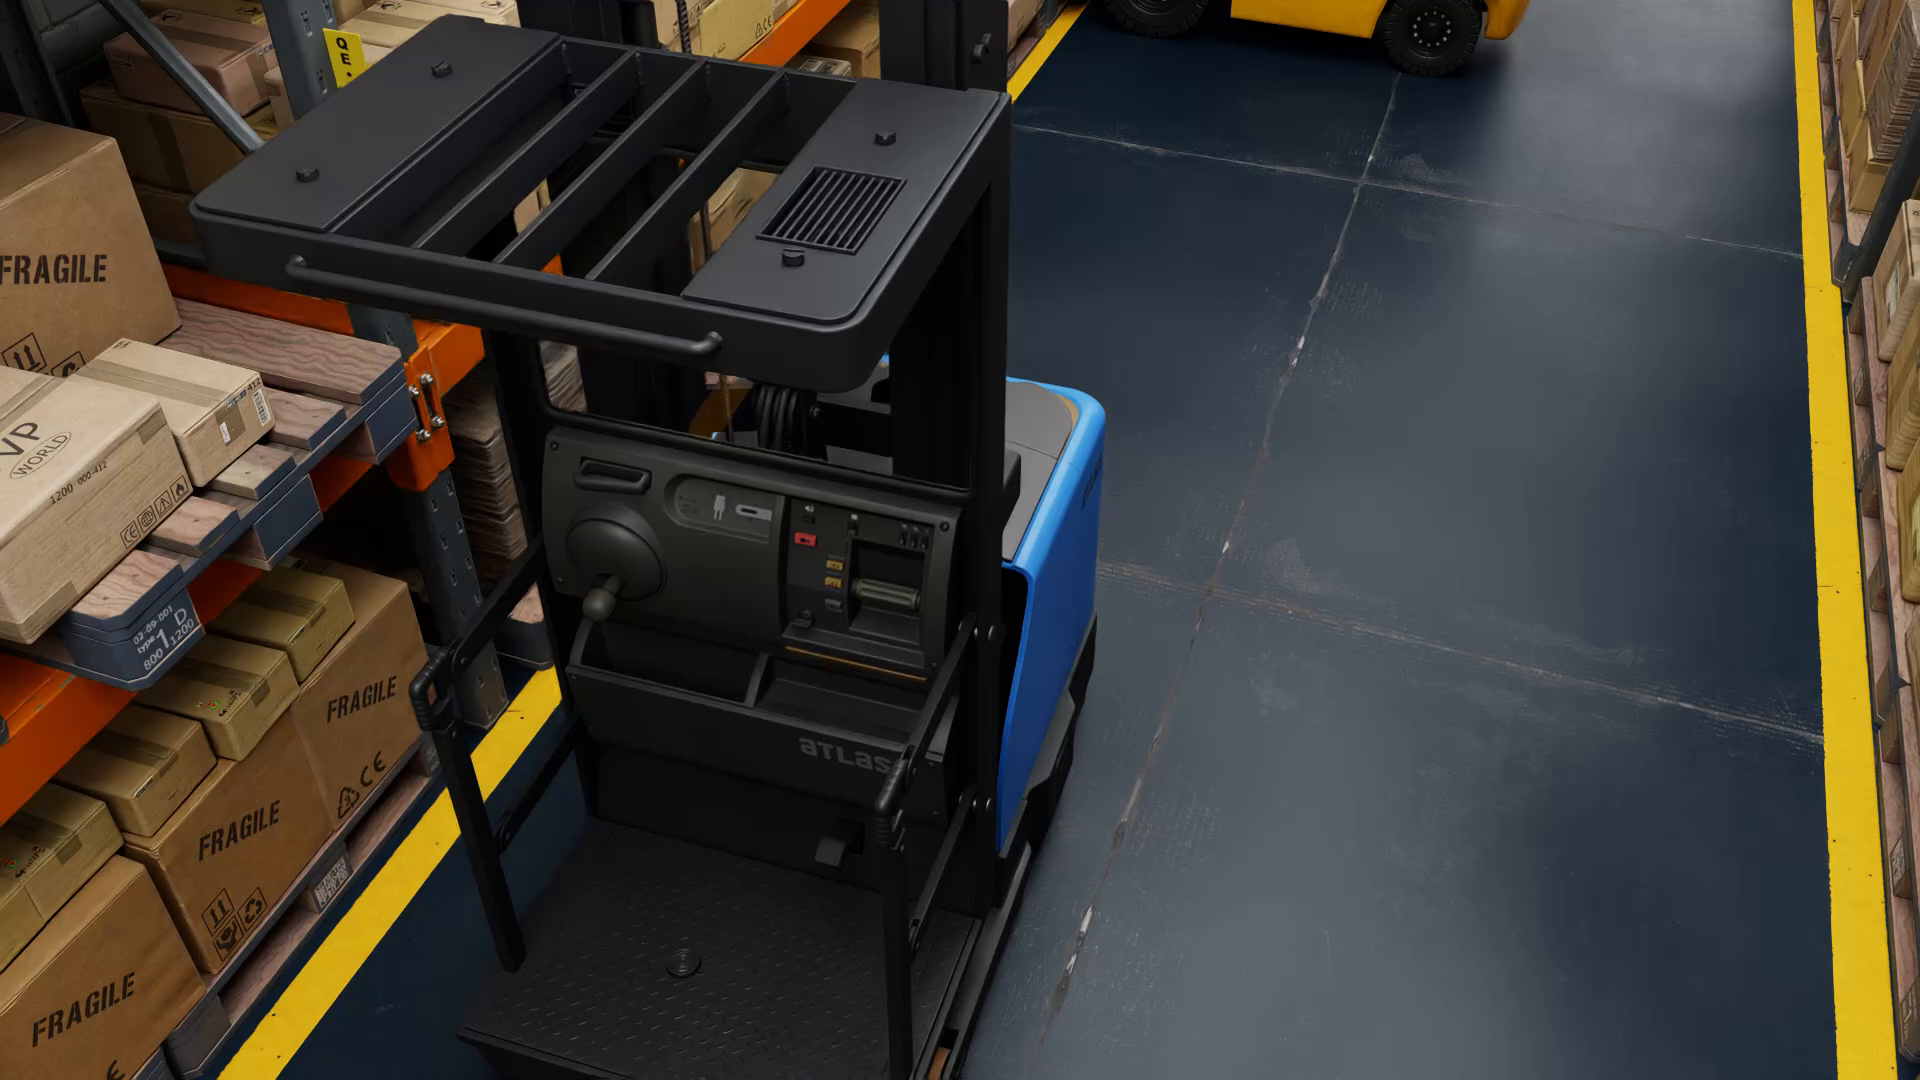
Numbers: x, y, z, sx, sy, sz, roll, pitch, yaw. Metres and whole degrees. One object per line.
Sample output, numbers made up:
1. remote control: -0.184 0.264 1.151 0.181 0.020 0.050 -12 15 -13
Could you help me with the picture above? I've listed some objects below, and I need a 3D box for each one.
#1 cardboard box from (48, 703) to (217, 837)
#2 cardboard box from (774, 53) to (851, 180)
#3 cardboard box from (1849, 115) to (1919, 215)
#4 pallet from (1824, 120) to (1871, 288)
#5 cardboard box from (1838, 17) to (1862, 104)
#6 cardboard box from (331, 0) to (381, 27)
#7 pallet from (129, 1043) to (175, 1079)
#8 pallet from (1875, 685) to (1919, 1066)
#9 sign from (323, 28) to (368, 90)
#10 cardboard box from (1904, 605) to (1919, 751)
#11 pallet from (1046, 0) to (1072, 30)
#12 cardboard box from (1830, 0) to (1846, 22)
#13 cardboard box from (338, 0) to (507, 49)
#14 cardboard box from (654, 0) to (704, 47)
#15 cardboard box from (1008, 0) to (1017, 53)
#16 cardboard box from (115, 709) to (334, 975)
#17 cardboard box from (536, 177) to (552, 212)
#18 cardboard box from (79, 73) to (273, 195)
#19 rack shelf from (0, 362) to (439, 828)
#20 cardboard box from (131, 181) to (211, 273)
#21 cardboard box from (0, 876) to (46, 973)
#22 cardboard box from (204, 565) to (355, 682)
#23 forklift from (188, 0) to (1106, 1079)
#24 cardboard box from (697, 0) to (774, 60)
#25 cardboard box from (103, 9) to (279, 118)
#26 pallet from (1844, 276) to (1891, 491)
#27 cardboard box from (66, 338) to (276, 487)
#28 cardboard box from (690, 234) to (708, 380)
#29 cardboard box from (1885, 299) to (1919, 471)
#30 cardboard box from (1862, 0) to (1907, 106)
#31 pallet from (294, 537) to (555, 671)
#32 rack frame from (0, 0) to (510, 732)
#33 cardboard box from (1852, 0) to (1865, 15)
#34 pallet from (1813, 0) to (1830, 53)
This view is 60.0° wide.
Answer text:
1. cardboard box: -2.011 0.522 3.930 0.380 0.149 0.250 12 42 14
2. cardboard box: -0.957 -1.608 6.830 0.875 0.625 0.625 13 42 15
3. cardboard box: 4.099 -1.579 7.084 0.500 0.250 0.500 15 43 17
4. pallet: 4.346 -1.401 7.230 1.003 0.211 1.213 13 42 15
5. cardboard box: 4.450 -2.215 7.830 0.500 0.250 0.500 14 42 16
6. cardboard box: -1.833 -1.561 4.692 0.380 0.149 0.250 13 42 15
7. pallet: -2.594 1.545 3.776 1.003 0.211 1.213 13 42 15
8. pallet: 3.050 0.980 4.439 1.003 0.211 1.213 13 42 15
9. sign: -1.371 -1.000 3.780 0.100 0.325 0.005 13 42 15
10. cardboard box: 3.229 0.441 4.623 0.950 0.372 0.625 13 42 14
11. pallet: 0.211 -3.306 9.462 1.003 0.211 1.213 13 42 15
12. cardboard box: 4.800 -2.858 8.584 0.500 0.250 0.500 15 43 17
13. cardboard box: -1.408 -1.281 4.364 0.380 0.149 0.250 14 42 16
14. cardboard box: -1.135 -1.674 5.132 0.500 0.250 0.500 12 42 14
15. cardboard box: -0.040 -2.479 8.140 0.500 0.250 0.500 14 42 16
16. cardboard box: -2.008 0.695 4.226 0.500 0.500 0.500 13 42 14
17. cardboard box: -1.326 -1.169 4.925 0.500 0.250 0.500 12 42 14
18. cardboard box: -1.992 -1.173 4.544 0.500 0.250 0.500 14 42 16
19. rack shelf: -2.568 0.789 3.068 1.077 0.370 4.000 13 42 15
20. cardboard box: -1.971 -0.978 4.701 0.500 0.250 0.500 12 42 14
21. cardboard box: -2.228 0.825 3.575 0.380 0.149 0.250 13 42 14
22. cardboard box: -1.815 0.197 4.310 0.380 0.149 0.250 11 42 13
23. forklift: -0.521 0.112 3.361 1.130 2.935 3.031 12 42 13
24. cardboard box: -0.978 -1.801 5.666 0.500 0.250 0.500 15 43 16
25. cardboard box: -1.963 -1.232 4.307 0.380 0.149 0.250 15 43 16
26. pallet: 3.885 -0.509 6.184 1.003 0.211 1.213 13 42 15
27. cardboard box: -1.748 -0.283 3.640 0.380 0.149 0.250 14 42 16
28. cardboard box: -1.442 -0.738 5.810 0.875 0.625 0.625 15 43 16
29. cardboard box: 3.730 -0.445 5.662 0.950 0.372 0.625 16 43 18
30. cardboard box: 4.272 -2.175 7.205 0.500 0.500 0.500 14 42 16
31. pallet: -1.566 -0.137 5.748 1.003 0.211 1.213 13 42 15
32. rack frame: -1.884 -0.704 4.265 1.000 3.000 0.127 13 42 15
33. cardboard box: 4.620 -2.814 7.955 0.500 0.500 0.500 14 42 16
34. pallet: 5.180 -2.890 8.974 1.003 0.211 1.213 13 42 15
